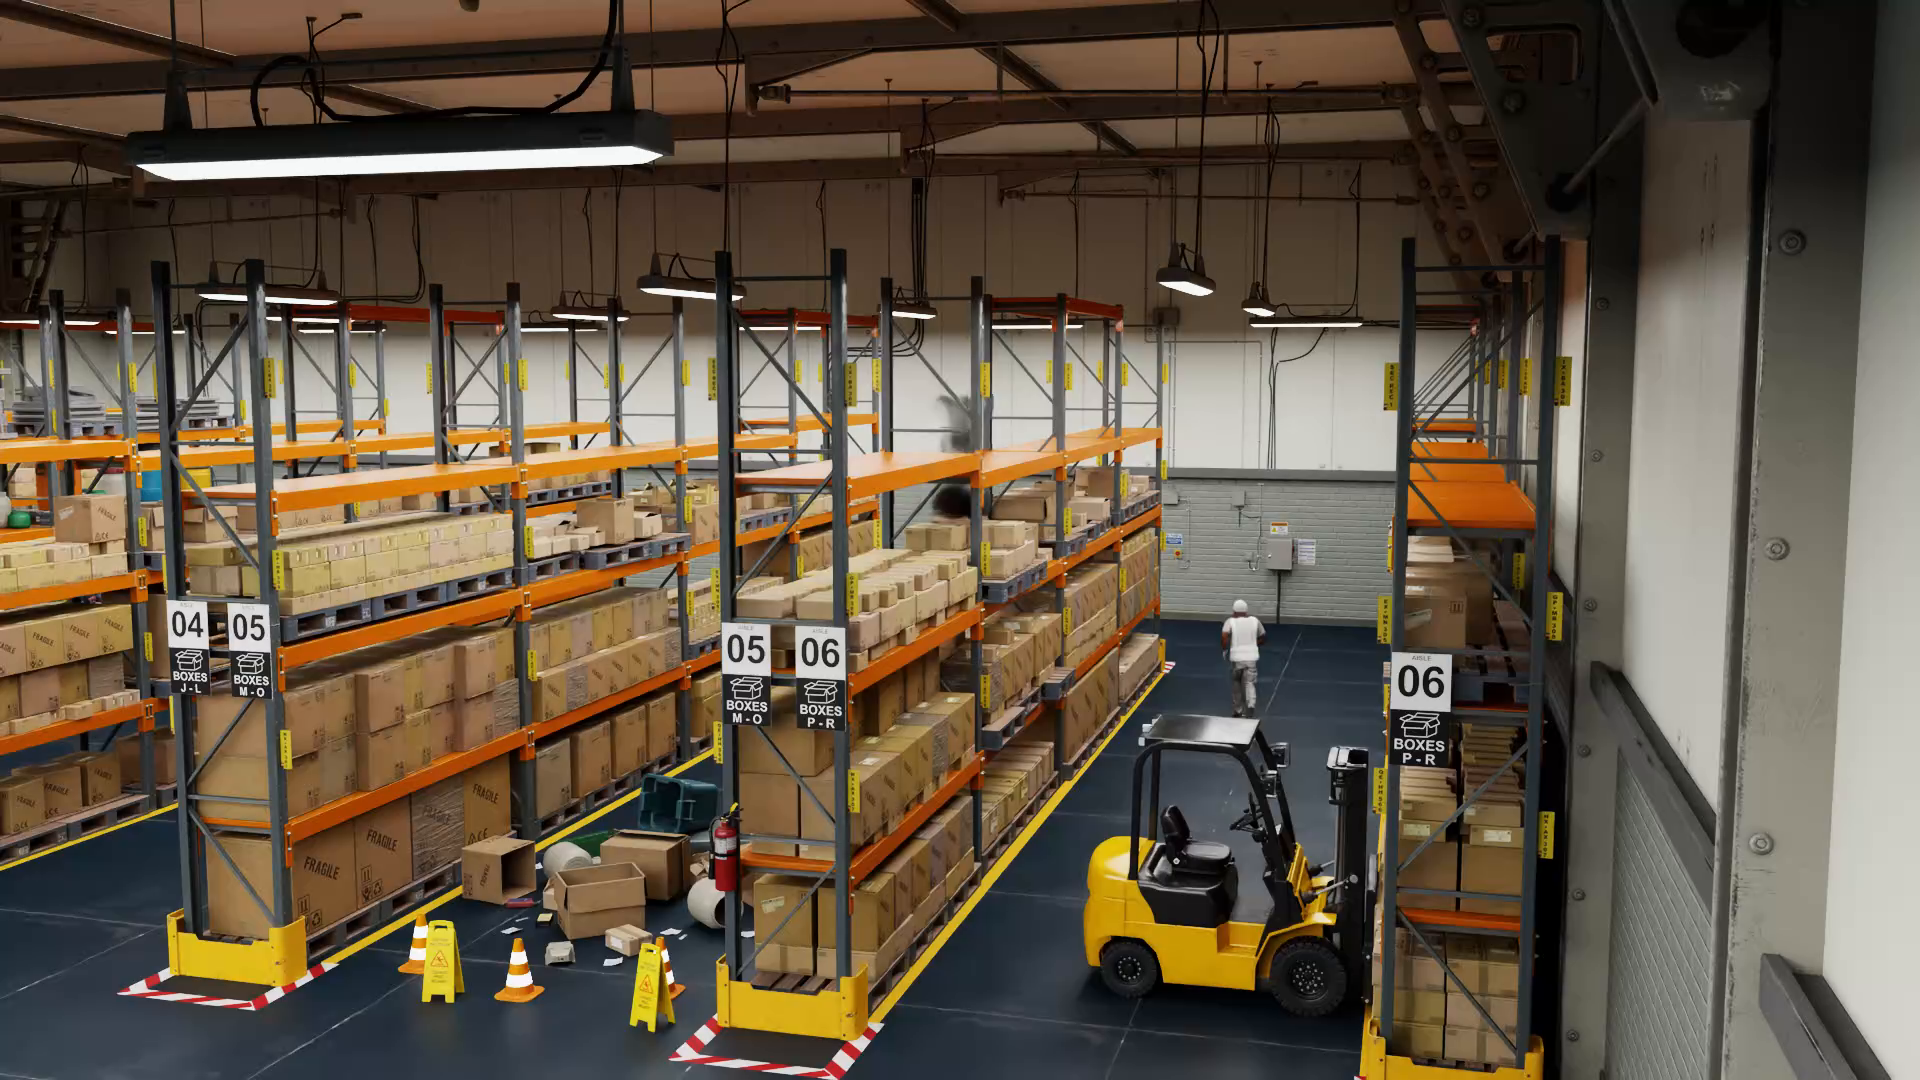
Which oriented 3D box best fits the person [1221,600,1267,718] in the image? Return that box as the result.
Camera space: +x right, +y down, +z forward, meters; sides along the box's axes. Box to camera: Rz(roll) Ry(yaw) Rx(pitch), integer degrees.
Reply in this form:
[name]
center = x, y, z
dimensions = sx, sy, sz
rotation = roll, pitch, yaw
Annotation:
[person]
center = 4.082, 1.769, 23.928
dimensions = 0.680, 1.771, 1.127
rotation = 0, 6, 0
